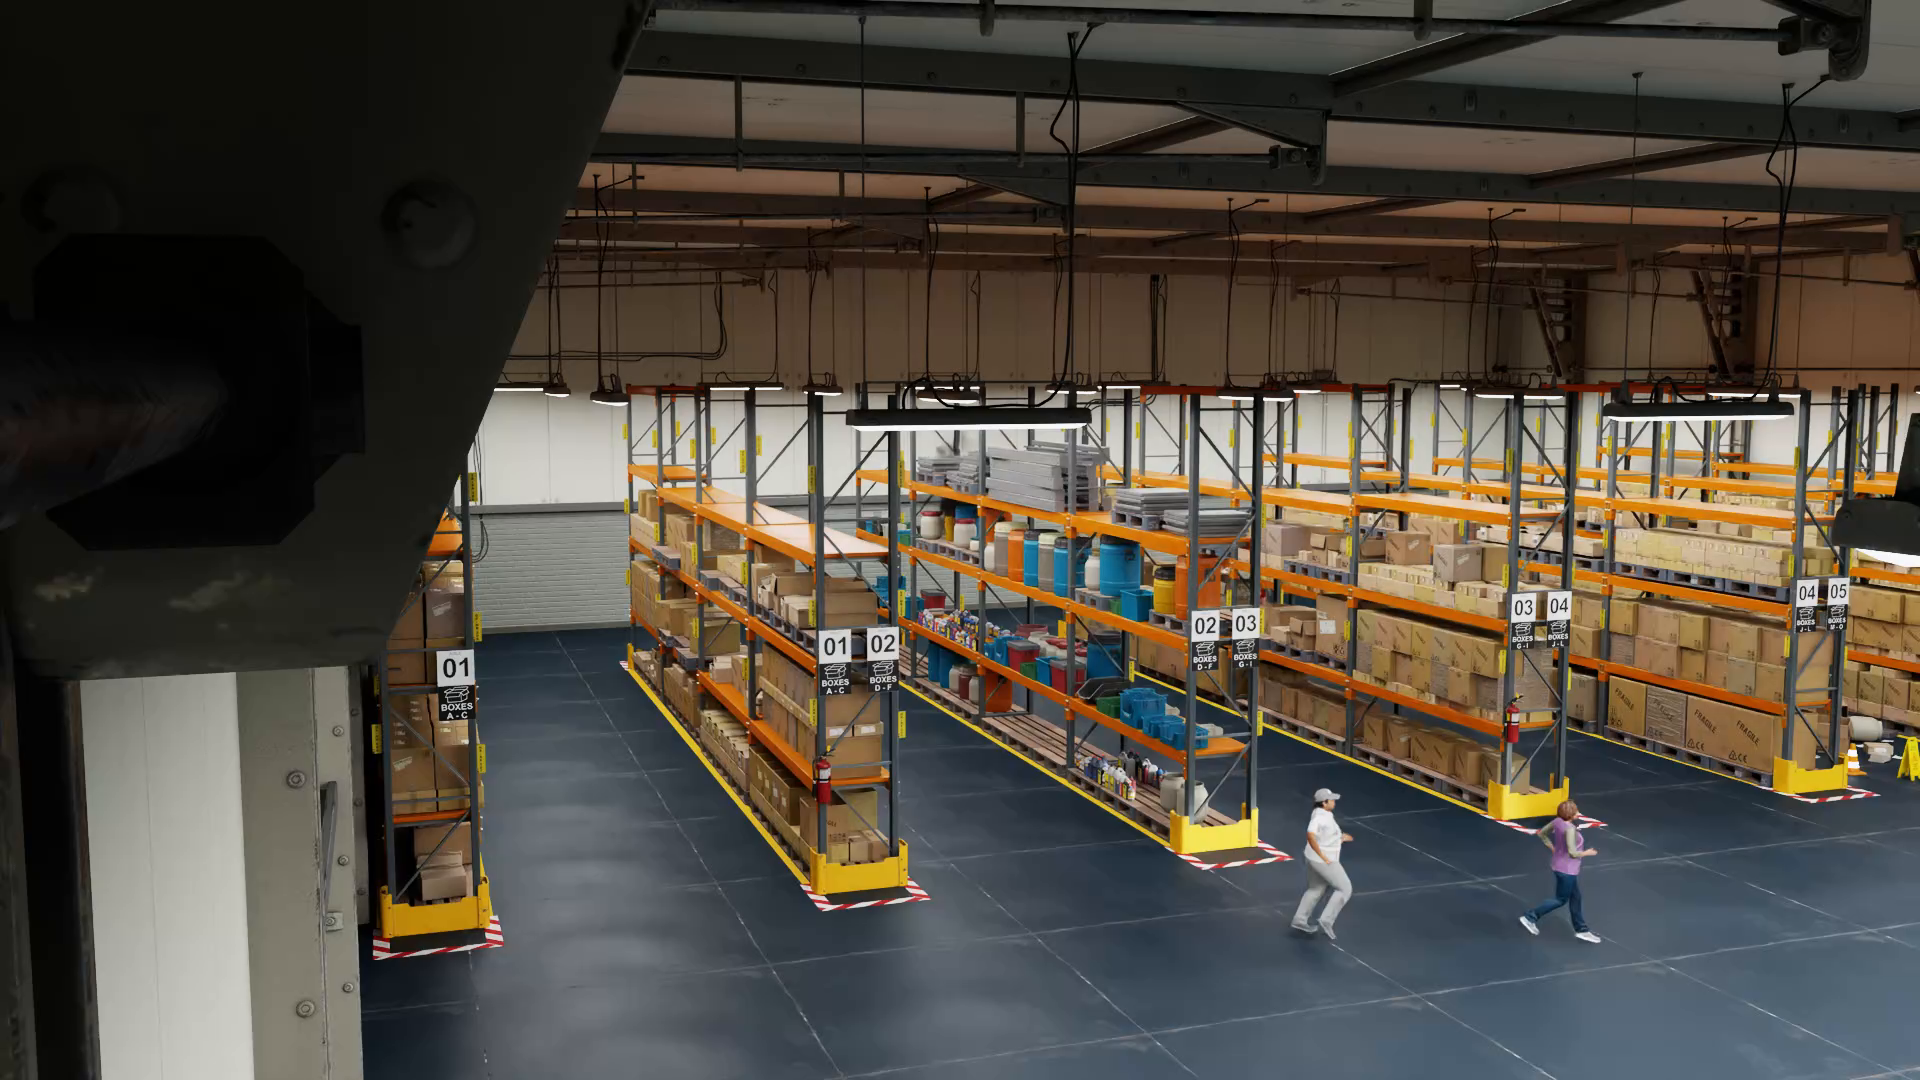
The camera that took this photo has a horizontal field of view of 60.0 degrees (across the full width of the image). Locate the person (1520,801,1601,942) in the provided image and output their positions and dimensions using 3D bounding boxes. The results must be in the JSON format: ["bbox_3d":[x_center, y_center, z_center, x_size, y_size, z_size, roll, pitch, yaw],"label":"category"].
[{"bbox_3d":[6.614,3.640,18.245,0.890,1.598,0.543,1,6,5],"label":"person"}]

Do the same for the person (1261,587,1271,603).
[{"bbox_3d":[7.579,1.251,41.433,0.537,1.668,0.707,1,6,13],"label":"person"}]

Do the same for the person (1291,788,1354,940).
[{"bbox_3d":[4.063,3.607,18.553,0.698,1.691,0.579,0,6,-1],"label":"person"}]

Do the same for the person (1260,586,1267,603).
[{"bbox_3d":[6.604,1.628,37.441,0.673,1.693,0.591,-2,6,-14],"label":"person"}]

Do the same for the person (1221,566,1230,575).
[{"bbox_3d":[6.386,1.271,40.618,0.697,1.800,0.723,-5,8,-39],"label":"person"}]
